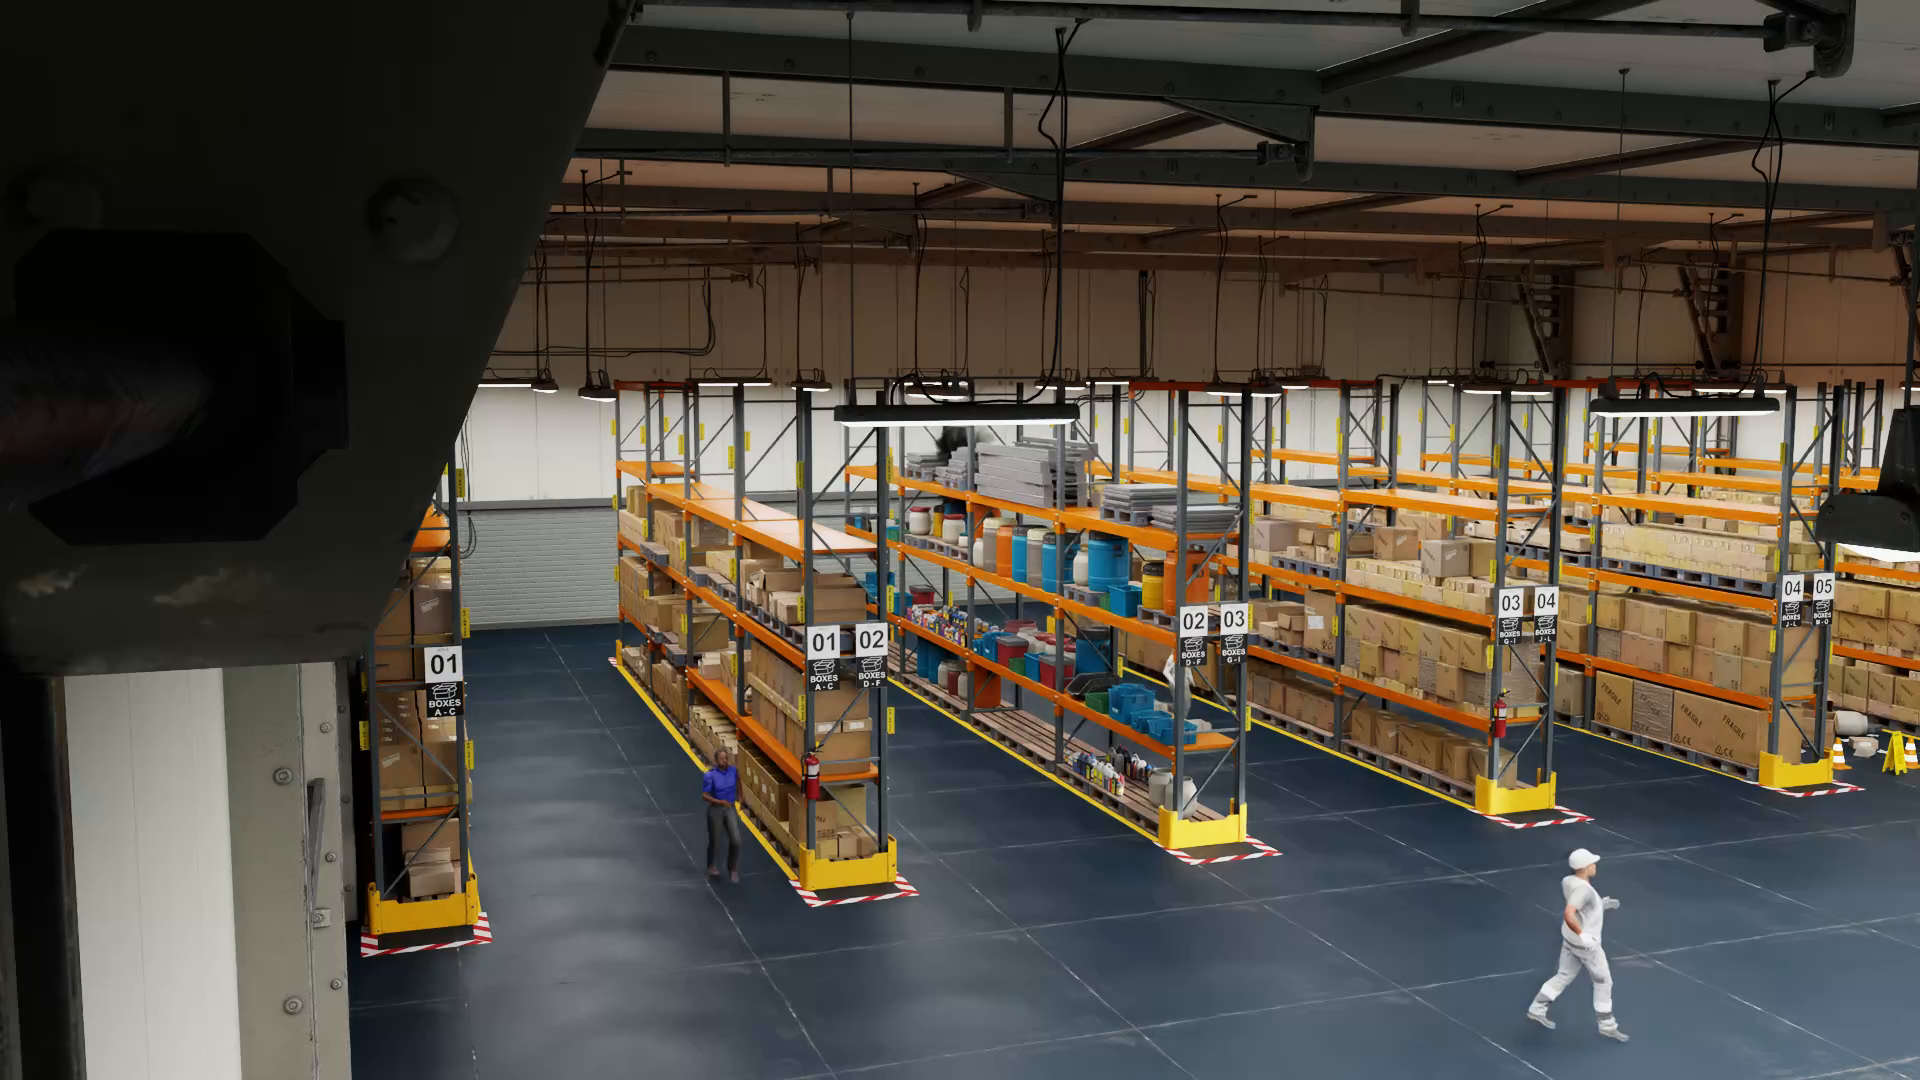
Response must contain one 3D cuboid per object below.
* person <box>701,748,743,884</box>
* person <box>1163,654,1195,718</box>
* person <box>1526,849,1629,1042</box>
[{"bbox_3d":[-2.883,3.392,20.332,0.598,1.704,0.718,-3,7,-29],"label":"person"},{"bbox_3d":[3.754,2.483,28.746,0.603,1.648,0.595,-4,7,-31],"label":"person"},{"bbox_3d":[5.804,3.776,15.543,0.924,1.812,0.657,0,6,-2],"label":"person"}]
